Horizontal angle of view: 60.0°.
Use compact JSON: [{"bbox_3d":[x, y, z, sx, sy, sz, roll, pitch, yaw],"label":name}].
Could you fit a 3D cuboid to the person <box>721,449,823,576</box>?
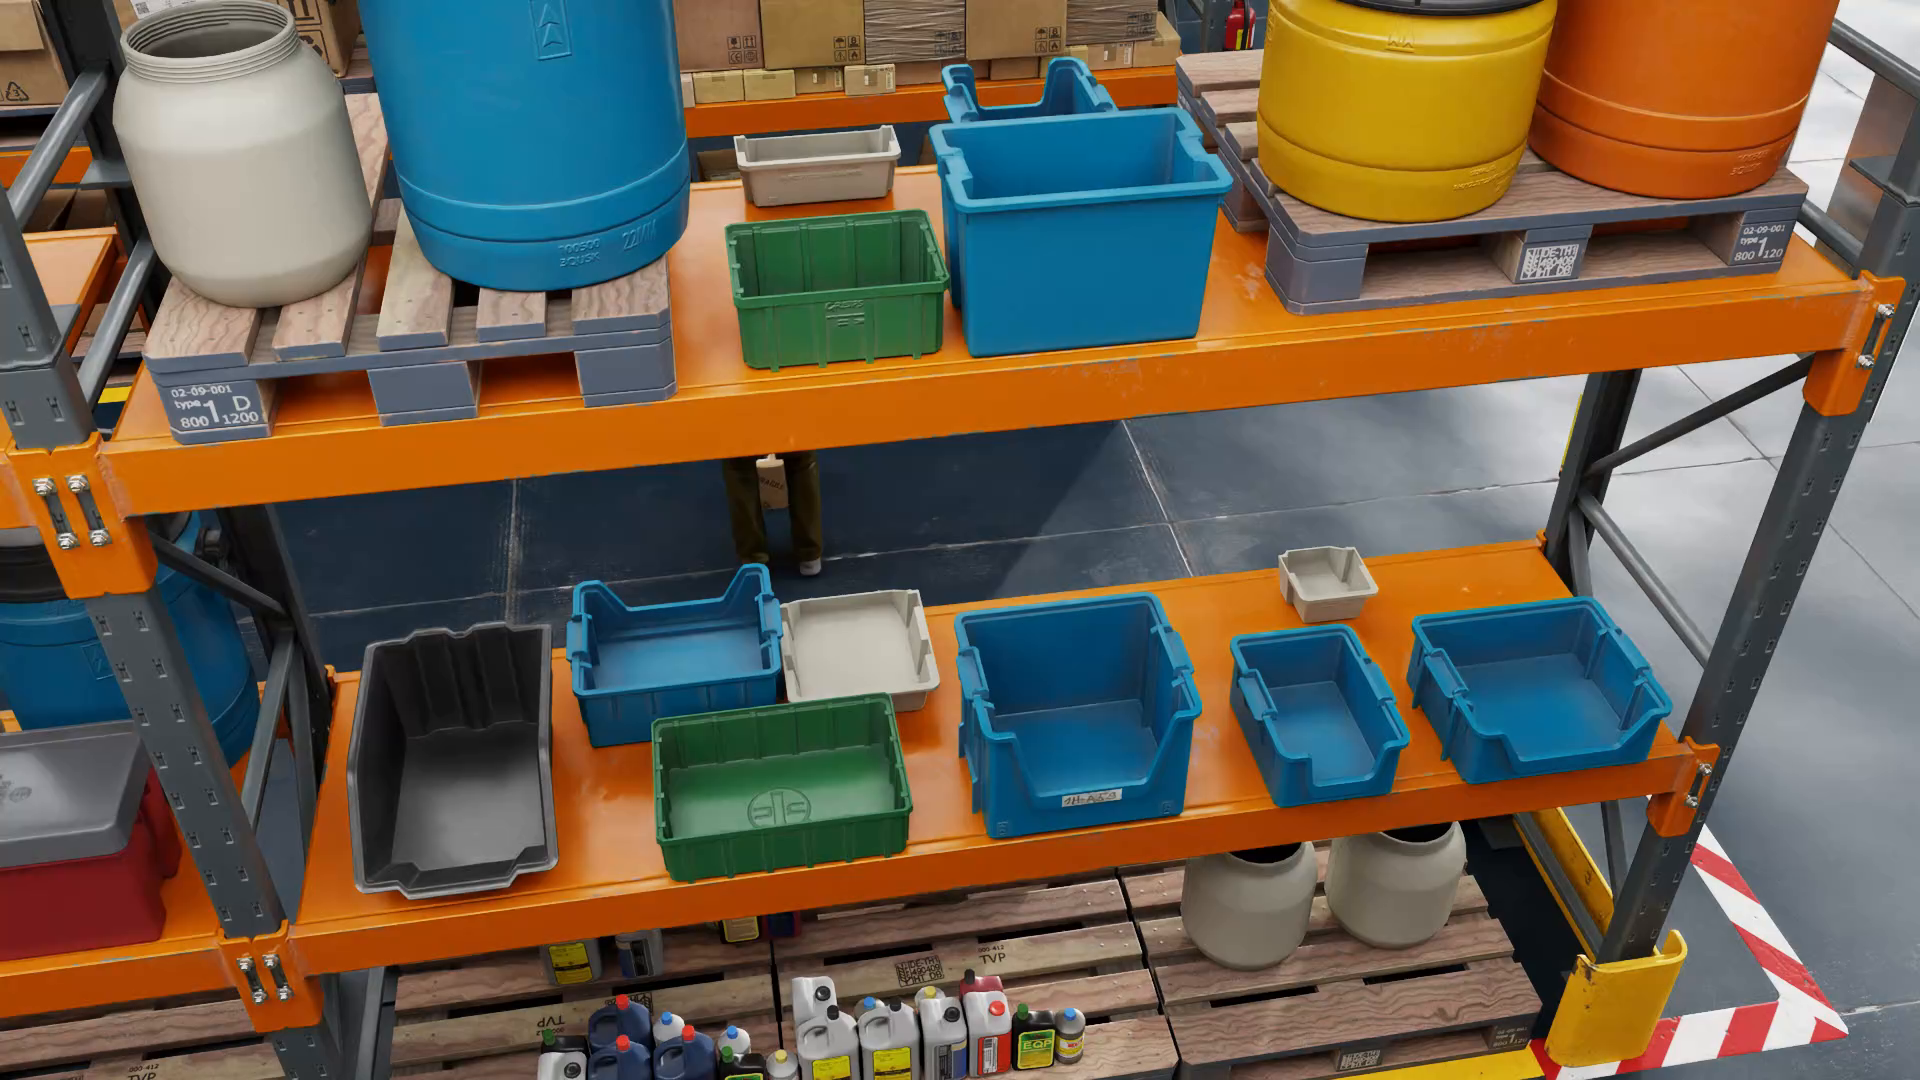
[{"bbox_3d":[-0.840,-0.604,6.969,0.579,1.746,0.396,-5,38,-6],"label":"person"}]
